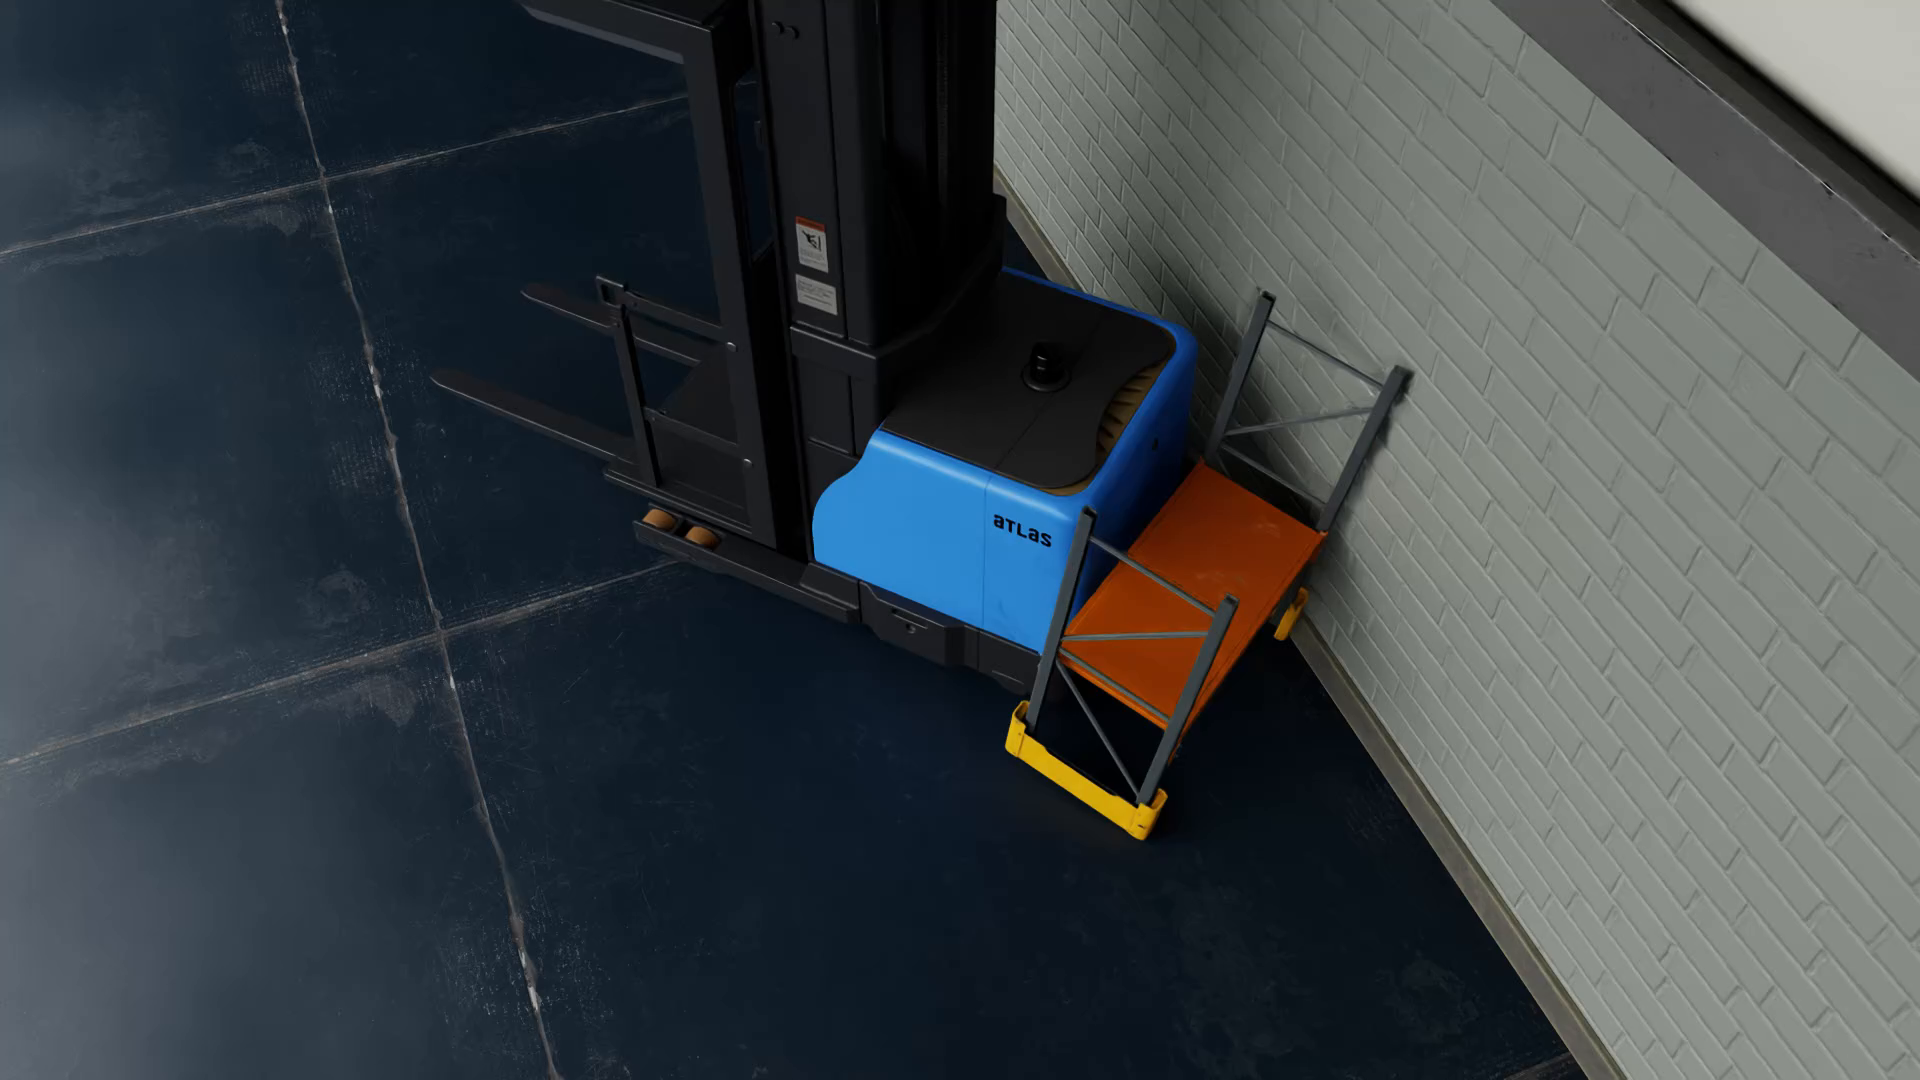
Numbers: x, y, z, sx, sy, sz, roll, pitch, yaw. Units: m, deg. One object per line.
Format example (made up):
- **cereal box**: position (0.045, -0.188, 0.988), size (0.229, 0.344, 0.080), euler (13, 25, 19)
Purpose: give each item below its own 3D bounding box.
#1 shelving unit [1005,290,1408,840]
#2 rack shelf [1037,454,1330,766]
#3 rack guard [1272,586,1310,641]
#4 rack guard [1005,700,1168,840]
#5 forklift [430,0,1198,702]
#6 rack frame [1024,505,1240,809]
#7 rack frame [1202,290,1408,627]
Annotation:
- **shelving unit**: position (0.765, 0.121, 5.402), size (0.587, 1.500, 1.083), euler (33, 60, 15)
- **rack shelf**: position (0.755, 0.213, 5.556), size (0.538, 0.185, 1.000), euler (33, 60, 15)
- **rack guard**: position (0.997, 0.133, 6.166), size (0.587, 0.250, 0.087), euler (33, 60, 15)
- **rack guard**: position (0.423, 0.787, 5.681), size (0.587, 0.250, 0.087), euler (33, 60, 15)
- **forklift**: position (-0.699, -1.179, 5.671), size (3.031, 2.935, 1.130), euler (22, 53, 17)
- **rack frame**: position (0.478, 0.449, 5.158), size (0.500, 1.500, 0.032), euler (33, 60, 15)
- **rack frame**: position (1.063, -0.219, 5.654), size (0.500, 1.500, 0.032), euler (33, 60, 15)
